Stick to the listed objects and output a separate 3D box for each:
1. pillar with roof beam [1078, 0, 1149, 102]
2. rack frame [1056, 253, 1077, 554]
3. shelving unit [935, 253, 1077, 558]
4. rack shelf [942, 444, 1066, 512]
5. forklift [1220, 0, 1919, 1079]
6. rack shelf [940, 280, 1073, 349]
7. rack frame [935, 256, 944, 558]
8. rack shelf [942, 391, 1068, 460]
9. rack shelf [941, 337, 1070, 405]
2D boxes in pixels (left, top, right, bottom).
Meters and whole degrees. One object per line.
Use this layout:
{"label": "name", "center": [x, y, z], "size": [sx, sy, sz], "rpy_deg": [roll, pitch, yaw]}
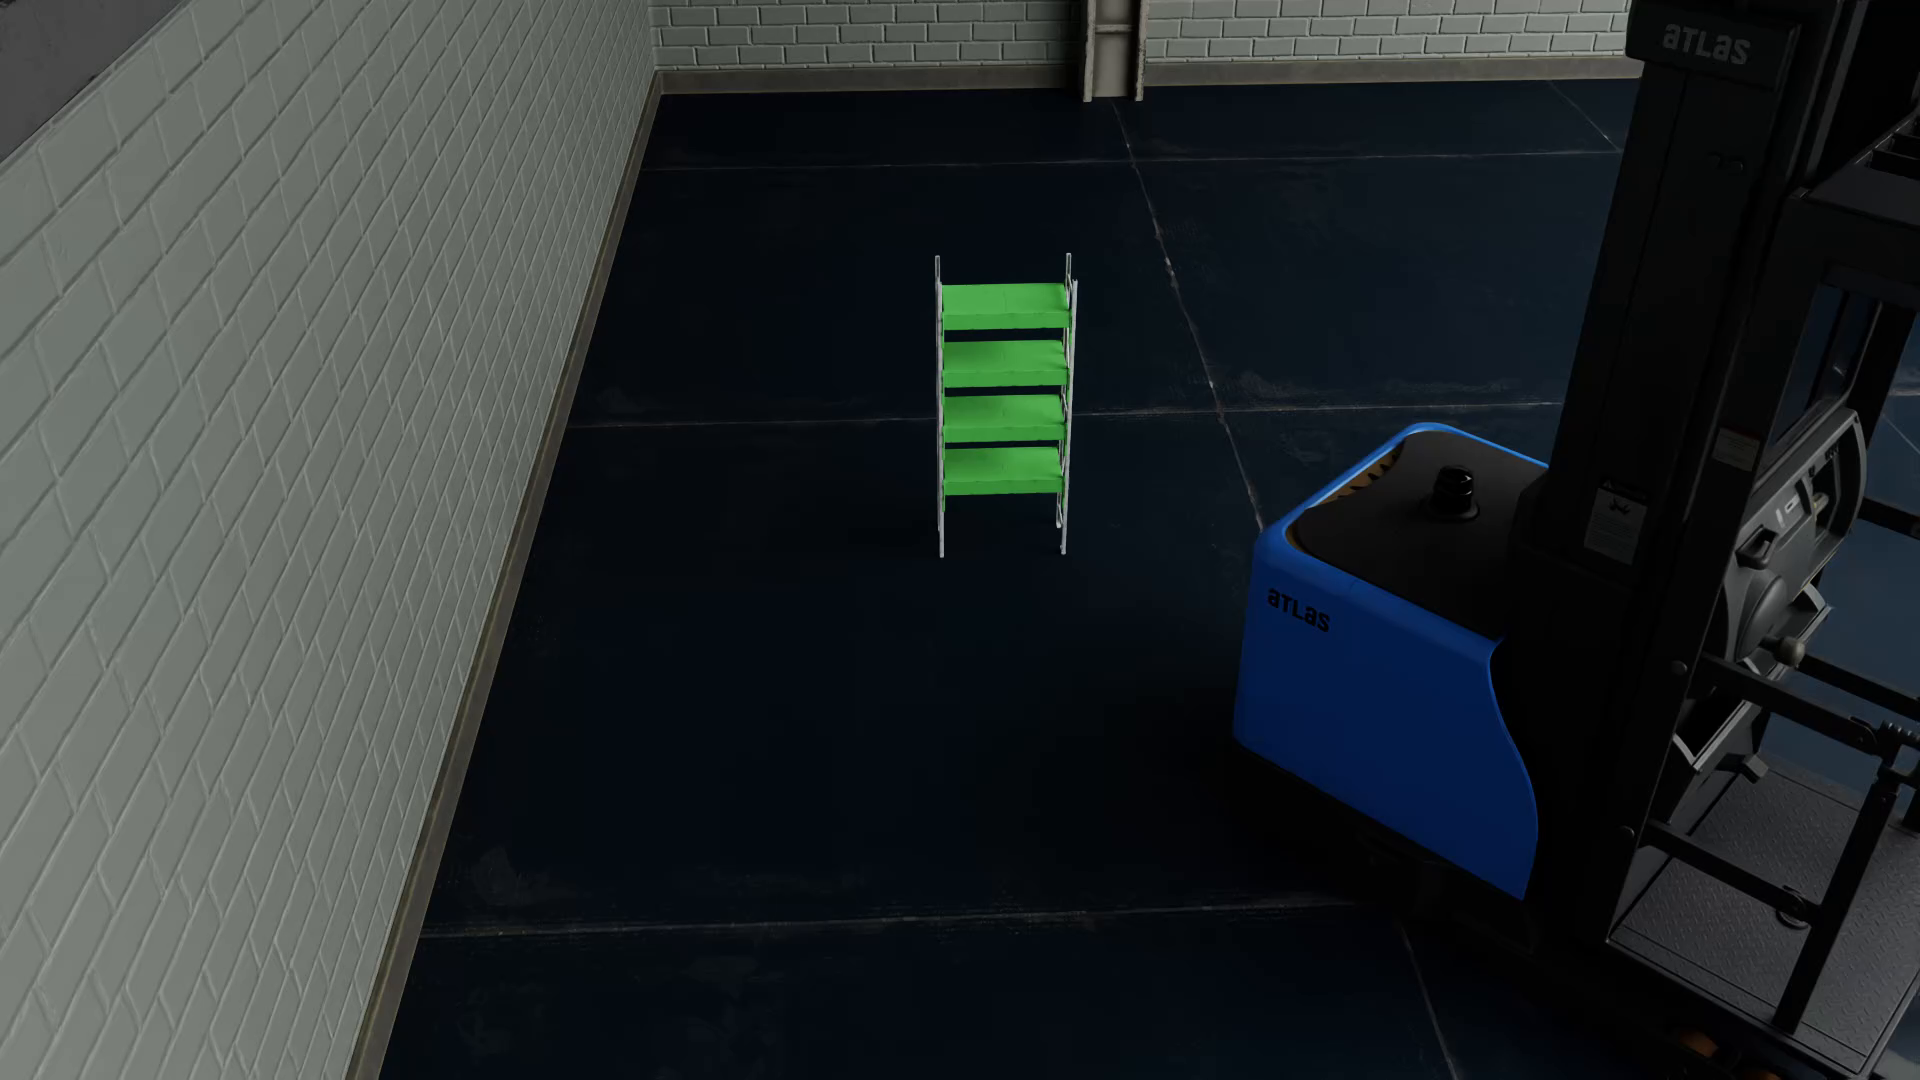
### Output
{"label": "pillar with roof beam", "center": [1.199, -4.220, 4.940], "size": [0.400, 9.000, 9.100], "rpy_deg": [-2, 35, -2]}
{"label": "rack frame", "center": [0.409, -0.504, 6.424], "size": [0.015, 1.200, 0.240], "rpy_deg": [-2, 35, -2]}
{"label": "shelving unit", "center": [0.165, -0.498, 6.415], "size": [0.503, 1.200, 0.258], "rpy_deg": [-2, 35, -2]}
{"label": "rack shelf", "center": [0.165, -0.248, 6.588], "size": [0.480, 0.148, 0.258], "rpy_deg": [-2, 35, -2]}
{"label": "forklift", "center": [2.275, 0.039, 4.117], "size": [3.031, 2.935, 1.130], "rpy_deg": [28, 43, 34]}
{"label": "rack shelf", "center": [0.165, -0.840, 6.178], "size": [0.480, 0.148, 0.258], "rpy_deg": [-2, 35, -2]}
{"label": "rack frame", "center": [-0.078, -0.491, 6.405], "size": [0.015, 1.200, 0.240], "rpy_deg": [-2, 35, -2]}
{"label": "rack shelf", "center": [0.165, -0.445, 6.451], "size": [0.480, 0.148, 0.258], "rpy_deg": [-2, 35, -2]}
{"label": "rack shelf", "center": [0.165, -0.643, 6.315], "size": [0.480, 0.148, 0.258], "rpy_deg": [-2, 35, -2]}
